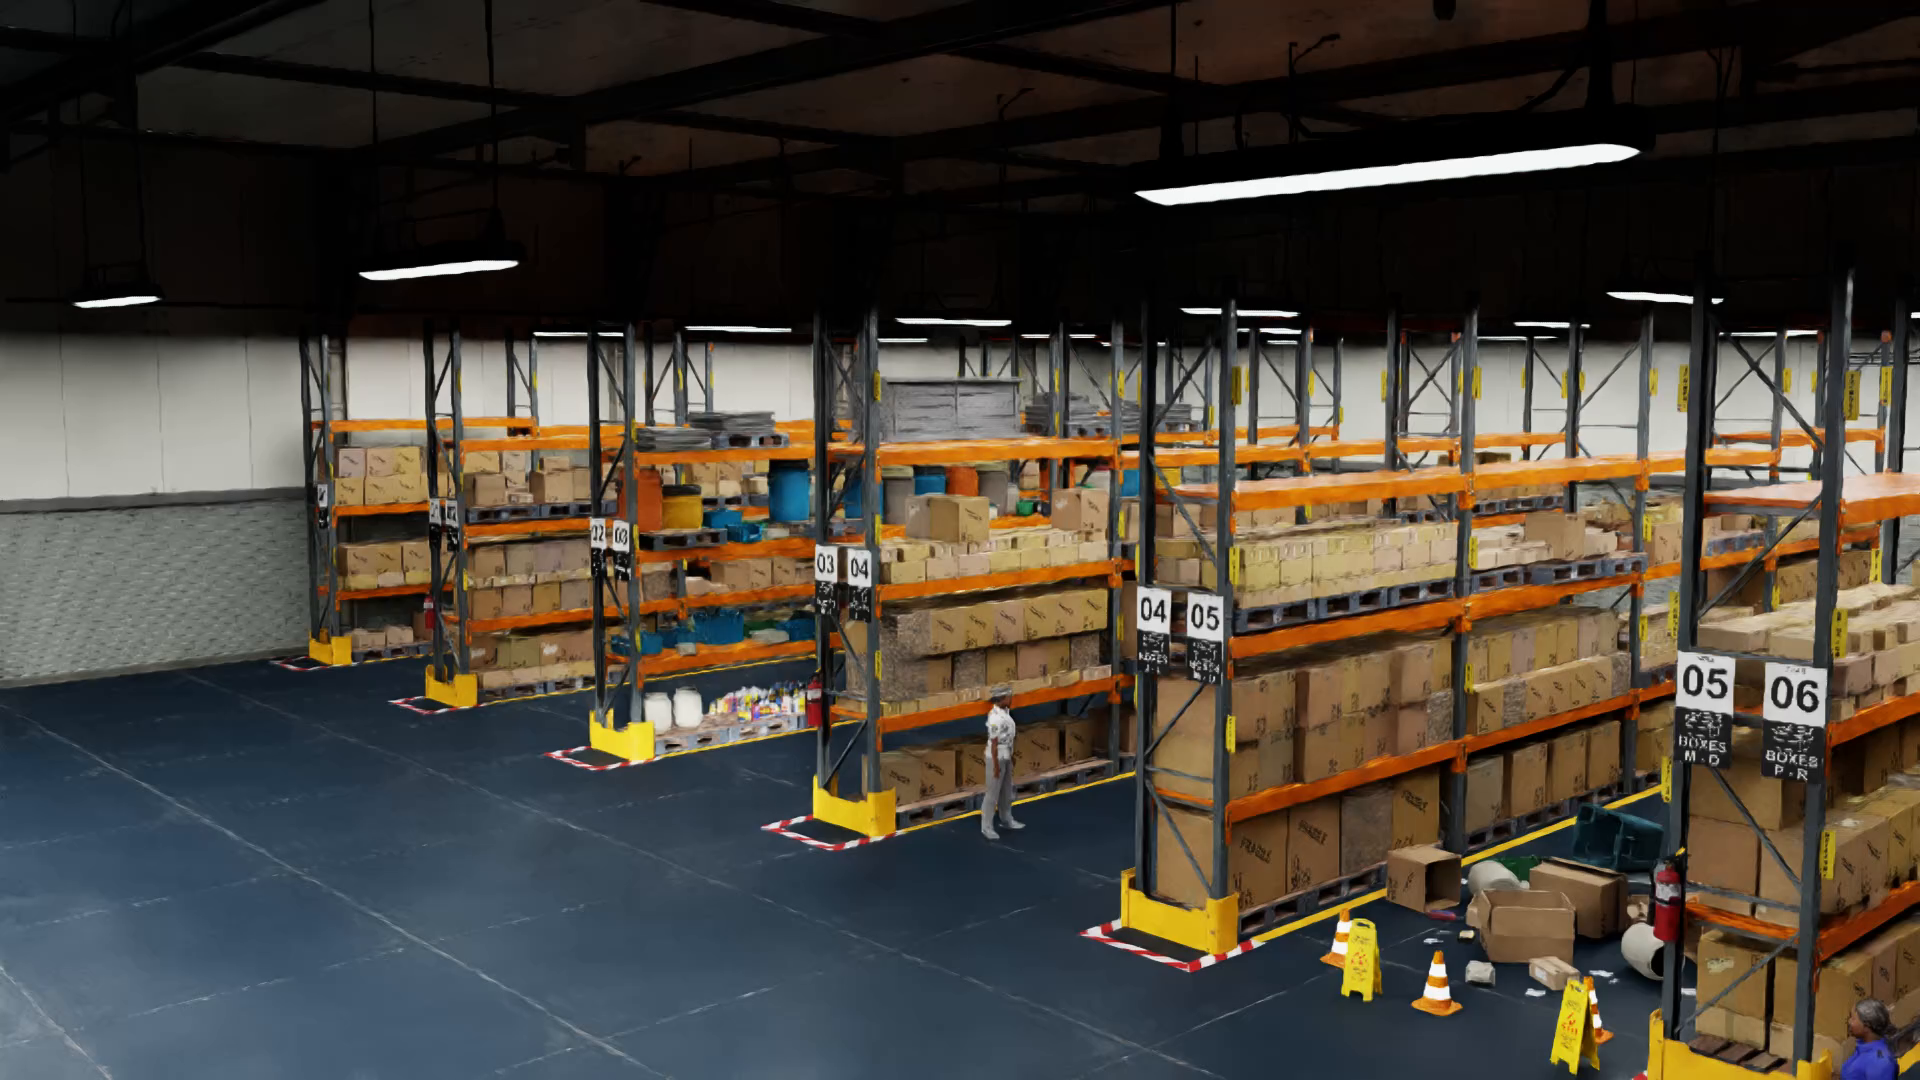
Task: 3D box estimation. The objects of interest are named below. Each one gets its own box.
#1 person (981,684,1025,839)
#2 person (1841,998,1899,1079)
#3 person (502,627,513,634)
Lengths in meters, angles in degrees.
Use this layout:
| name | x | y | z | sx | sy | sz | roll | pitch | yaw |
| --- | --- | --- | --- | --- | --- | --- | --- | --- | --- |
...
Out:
| name | x | y | z | sx | sy | sz | roll | pitch | yaw |
| --- | --- | --- | --- | --- | --- | --- | --- | --- | --- |
| person | 0.480 | 2.446 | 18.555 | 0.437 | 1.684 | 0.553 | 2 | 6 | 17 |
| person | 5.218 | 3.413 | 9.367 | 0.526 | 1.647 | 0.568 | 2 | 6 | 20 |
| person | -8.325 | 1.272 | 30.568 | 0.643 | 1.612 | 0.793 | 3 | 7 | 30 |
